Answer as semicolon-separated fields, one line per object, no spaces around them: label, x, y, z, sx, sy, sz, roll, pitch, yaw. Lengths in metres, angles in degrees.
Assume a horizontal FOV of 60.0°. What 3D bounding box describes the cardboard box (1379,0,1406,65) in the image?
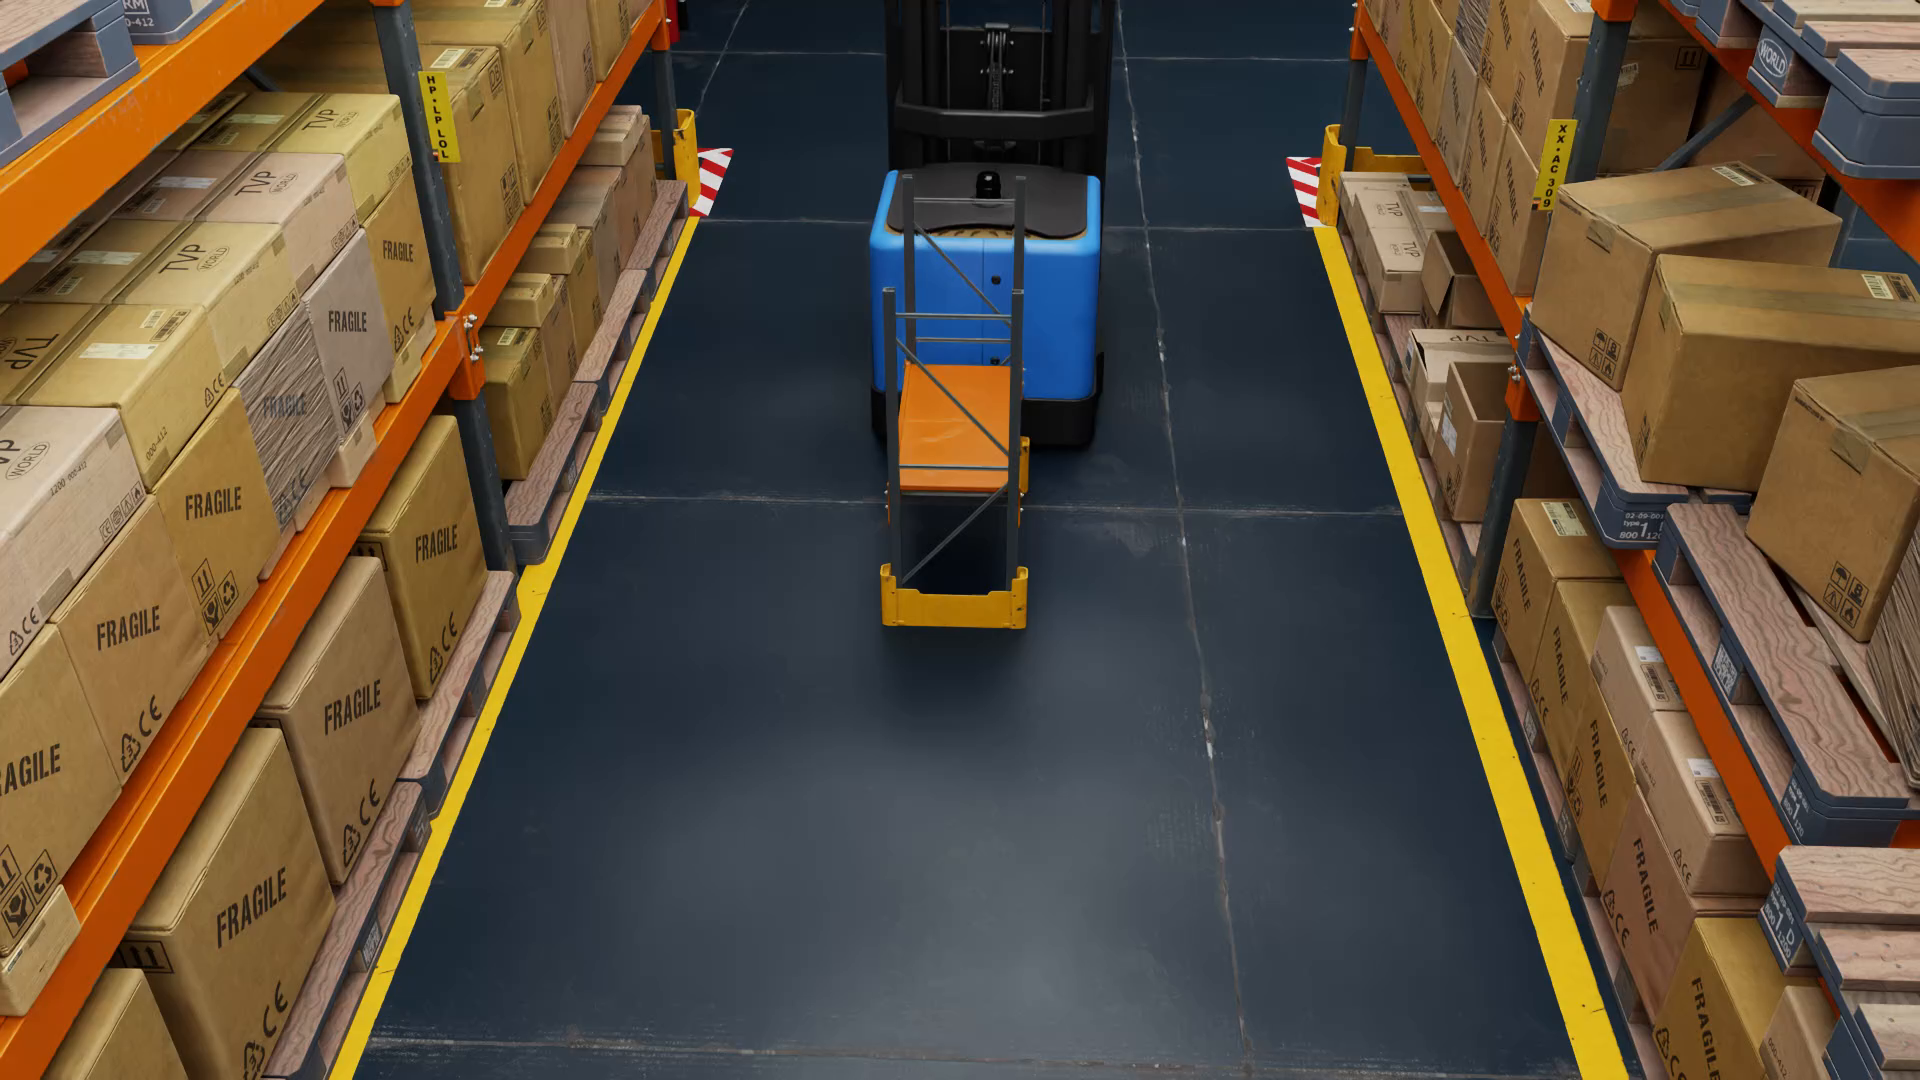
cardboard box;2.453;-2.720;8.424;0.500;0.500;0.500;1;35;1

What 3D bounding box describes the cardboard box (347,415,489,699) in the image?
cardboard box;-2.257;0.046;6.081;0.750;0.750;0.750;2;35;2

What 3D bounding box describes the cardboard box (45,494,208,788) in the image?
cardboard box;-2.194;0.230;3.951;0.500;0.500;0.500;1;35;2

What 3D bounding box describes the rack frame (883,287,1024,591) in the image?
rack frame;-0.024;-0.273;6.333;0.500;1.500;0.032;1;35;2

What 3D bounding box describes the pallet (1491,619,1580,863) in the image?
pallet;2.595;0.683;6.095;1.003;0.211;1.213;1;35;2

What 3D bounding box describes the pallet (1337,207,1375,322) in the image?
pallet;2.716;-1.582;9.317;1.003;0.211;1.213;1;35;2

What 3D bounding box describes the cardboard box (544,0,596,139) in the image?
cardboard box;-2.268;-2.310;7.667;0.980;0.700;0.700;0;35;0

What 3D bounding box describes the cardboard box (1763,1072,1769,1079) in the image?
cardboard box;2.232;1.672;4.054;0.500;0.500;0.500;3;35;4

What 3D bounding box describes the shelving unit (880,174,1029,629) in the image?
shelving unit;-0.003;-0.570;6.756;0.587;1.500;1.083;1;35;2

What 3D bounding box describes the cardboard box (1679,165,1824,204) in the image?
cardboard box;2.882;-1.254;6.338;0.500;0.500;0.500;2;35;3

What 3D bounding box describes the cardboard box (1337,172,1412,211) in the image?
cardboard box;2.390;-2.005;9.591;0.380;0.149;0.250;1;35;2

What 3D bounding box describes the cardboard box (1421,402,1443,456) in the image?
cardboard box;2.284;-0.491;7.436;0.380;0.149;0.250;1;35;2

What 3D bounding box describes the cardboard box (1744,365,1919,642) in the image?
cardboard box;2.580;-0.122;4.363;0.700;0.500;0.500;-7;36;-10

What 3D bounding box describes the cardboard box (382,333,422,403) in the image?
cardboard box;-2.078;-0.598;5.693;0.380;0.149;0.250;2;35;3

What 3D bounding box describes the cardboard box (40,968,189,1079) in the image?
cardboard box;-2.360;1.548;3.943;0.750;0.750;0.750;1;35;1

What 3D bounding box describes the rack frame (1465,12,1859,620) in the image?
rack frame;2.589;-0.926;5.959;1.000;3.000;0.127;1;35;2

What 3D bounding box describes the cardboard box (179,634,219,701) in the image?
cardboard box;-2.226;0.289;4.431;0.380;0.149;0.250;2;35;2

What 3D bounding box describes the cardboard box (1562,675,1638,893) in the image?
cardboard box;2.289;0.782;5.319;0.500;0.500;0.500;2;35;2

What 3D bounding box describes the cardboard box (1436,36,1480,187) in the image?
cardboard box;2.391;-1.852;7.189;0.500;0.500;0.500;2;35;3

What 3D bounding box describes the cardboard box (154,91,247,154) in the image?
cardboard box;-2.639;-1.258;5.416;0.500;0.250;0.500;2;35;3

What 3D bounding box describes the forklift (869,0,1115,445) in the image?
forklift;0.205;-2.467;8.212;1.130;2.935;3.031;2;35;3

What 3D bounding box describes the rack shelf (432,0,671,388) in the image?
rack shelf;-2.280;-1.893;7.961;1.077;0.370;4.000;1;35;2

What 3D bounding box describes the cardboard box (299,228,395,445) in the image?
cardboard box;-2.138;-0.645;5.196;0.500;0.500;0.500;2;35;2

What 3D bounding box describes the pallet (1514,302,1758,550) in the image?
pallet;2.448;-0.391;5.365;1.003;0.211;1.213;1;35;2

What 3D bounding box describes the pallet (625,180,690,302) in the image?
pallet;-2.154;-1.734;9.534;1.003;0.211;1.213;1;35;2

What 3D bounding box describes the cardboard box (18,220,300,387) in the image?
cardboard box;-2.174;-0.655;4.558;0.500;0.250;0.500;2;35;3

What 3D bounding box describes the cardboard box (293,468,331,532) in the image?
cardboard box;-2.161;-0.158;5.067;0.380;0.149;0.250;1;35;2

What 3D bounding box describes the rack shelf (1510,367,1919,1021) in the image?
rack shelf;2.509;0.517;4.531;1.077;0.370;4.000;1;35;2

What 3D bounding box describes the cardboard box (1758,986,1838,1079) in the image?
cardboard box;2.230;1.333;3.884;0.500;0.250;0.500;3;35;4

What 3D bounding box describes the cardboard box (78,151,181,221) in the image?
cardboard box;-2.654;-0.957;4.988;0.500;0.250;0.500;2;35;2

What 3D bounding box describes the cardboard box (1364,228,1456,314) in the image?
cardboard box;2.405;-1.399;8.641;0.500;0.250;0.500;1;35;2

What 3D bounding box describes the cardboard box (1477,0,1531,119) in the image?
cardboard box;2.369;-1.967;6.484;0.500;0.500;0.500;1;35;1

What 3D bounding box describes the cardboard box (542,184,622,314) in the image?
cardboard box;-2.167;-1.505;8.591;0.700;0.500;0.500;0;35;0

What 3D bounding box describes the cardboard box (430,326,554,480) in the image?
cardboard box;-2.228;-0.615;7.325;0.700;0.500;0.500;2;35;2

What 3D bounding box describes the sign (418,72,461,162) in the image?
sign;-1.818;-1.473;5.799;0.100;0.325;0.005;1;35;2

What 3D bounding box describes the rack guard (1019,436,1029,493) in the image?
rack guard;0.017;-0.345;7.523;0.587;0.250;0.087;1;35;2

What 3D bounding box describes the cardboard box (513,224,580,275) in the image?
cardboard box;-2.011;-1.373;7.839;0.380;0.149;0.250;0;35;1

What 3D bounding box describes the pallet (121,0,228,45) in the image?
pallet;-2.348;-1.659;4.560;0.805;0.209;1.217;0;35;0

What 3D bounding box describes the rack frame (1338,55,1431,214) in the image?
rack frame;2.750;-3.224;9.229;1.000;3.000;0.127;1;35;2

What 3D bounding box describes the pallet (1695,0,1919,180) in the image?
pallet;2.455;-1.108;3.772;1.213;0.211;1.003;1;35;2

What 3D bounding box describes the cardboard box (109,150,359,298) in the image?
cardboard box;-2.154;-0.948;4.975;0.500;0.250;0.500;2;35;3
